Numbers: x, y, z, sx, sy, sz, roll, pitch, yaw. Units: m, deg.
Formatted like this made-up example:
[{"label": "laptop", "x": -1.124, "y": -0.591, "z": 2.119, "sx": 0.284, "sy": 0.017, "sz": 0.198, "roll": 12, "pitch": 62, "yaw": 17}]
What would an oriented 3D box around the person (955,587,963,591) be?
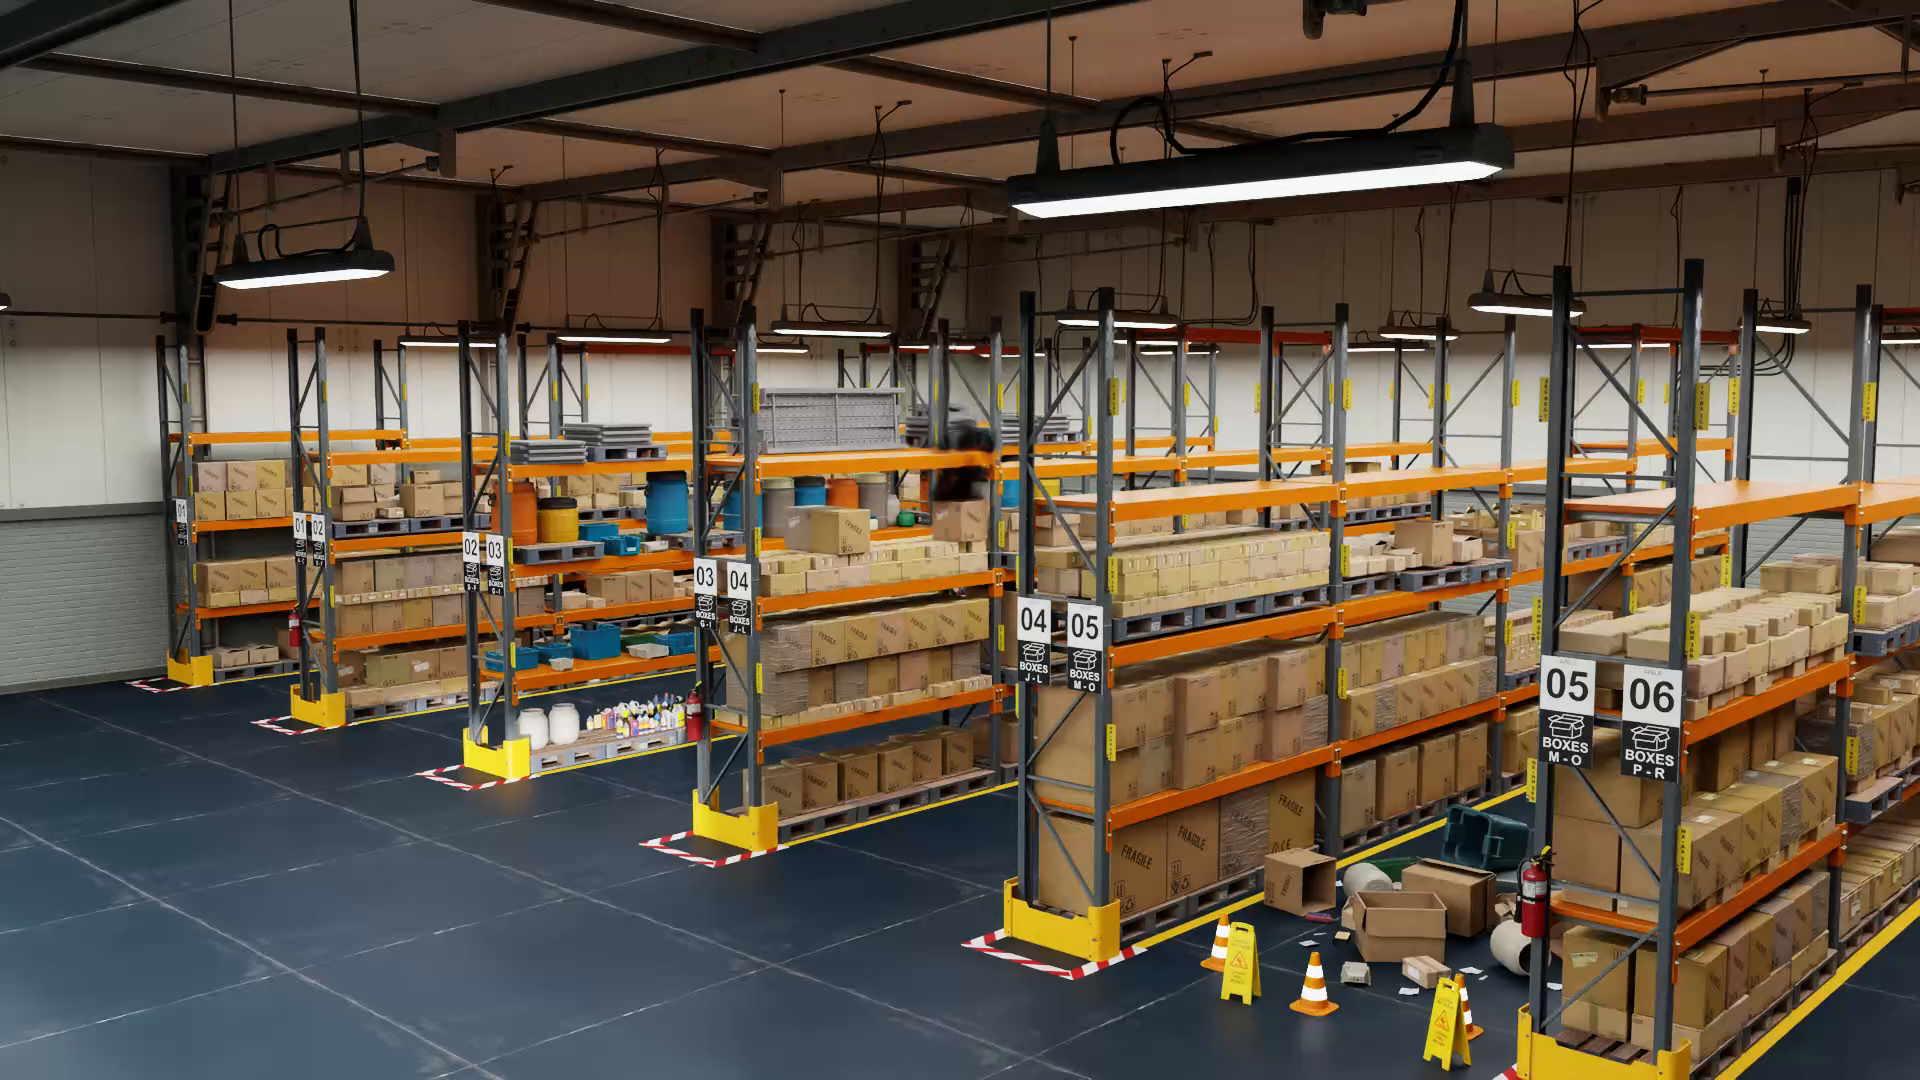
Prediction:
[{"label": "person", "x": 0.137, "y": 1.380, "z": 31.547, "sx": 0.738, "sy": 1.721, "sz": 0.559, "roll": -5, "pitch": 8, "yaw": -44}]
